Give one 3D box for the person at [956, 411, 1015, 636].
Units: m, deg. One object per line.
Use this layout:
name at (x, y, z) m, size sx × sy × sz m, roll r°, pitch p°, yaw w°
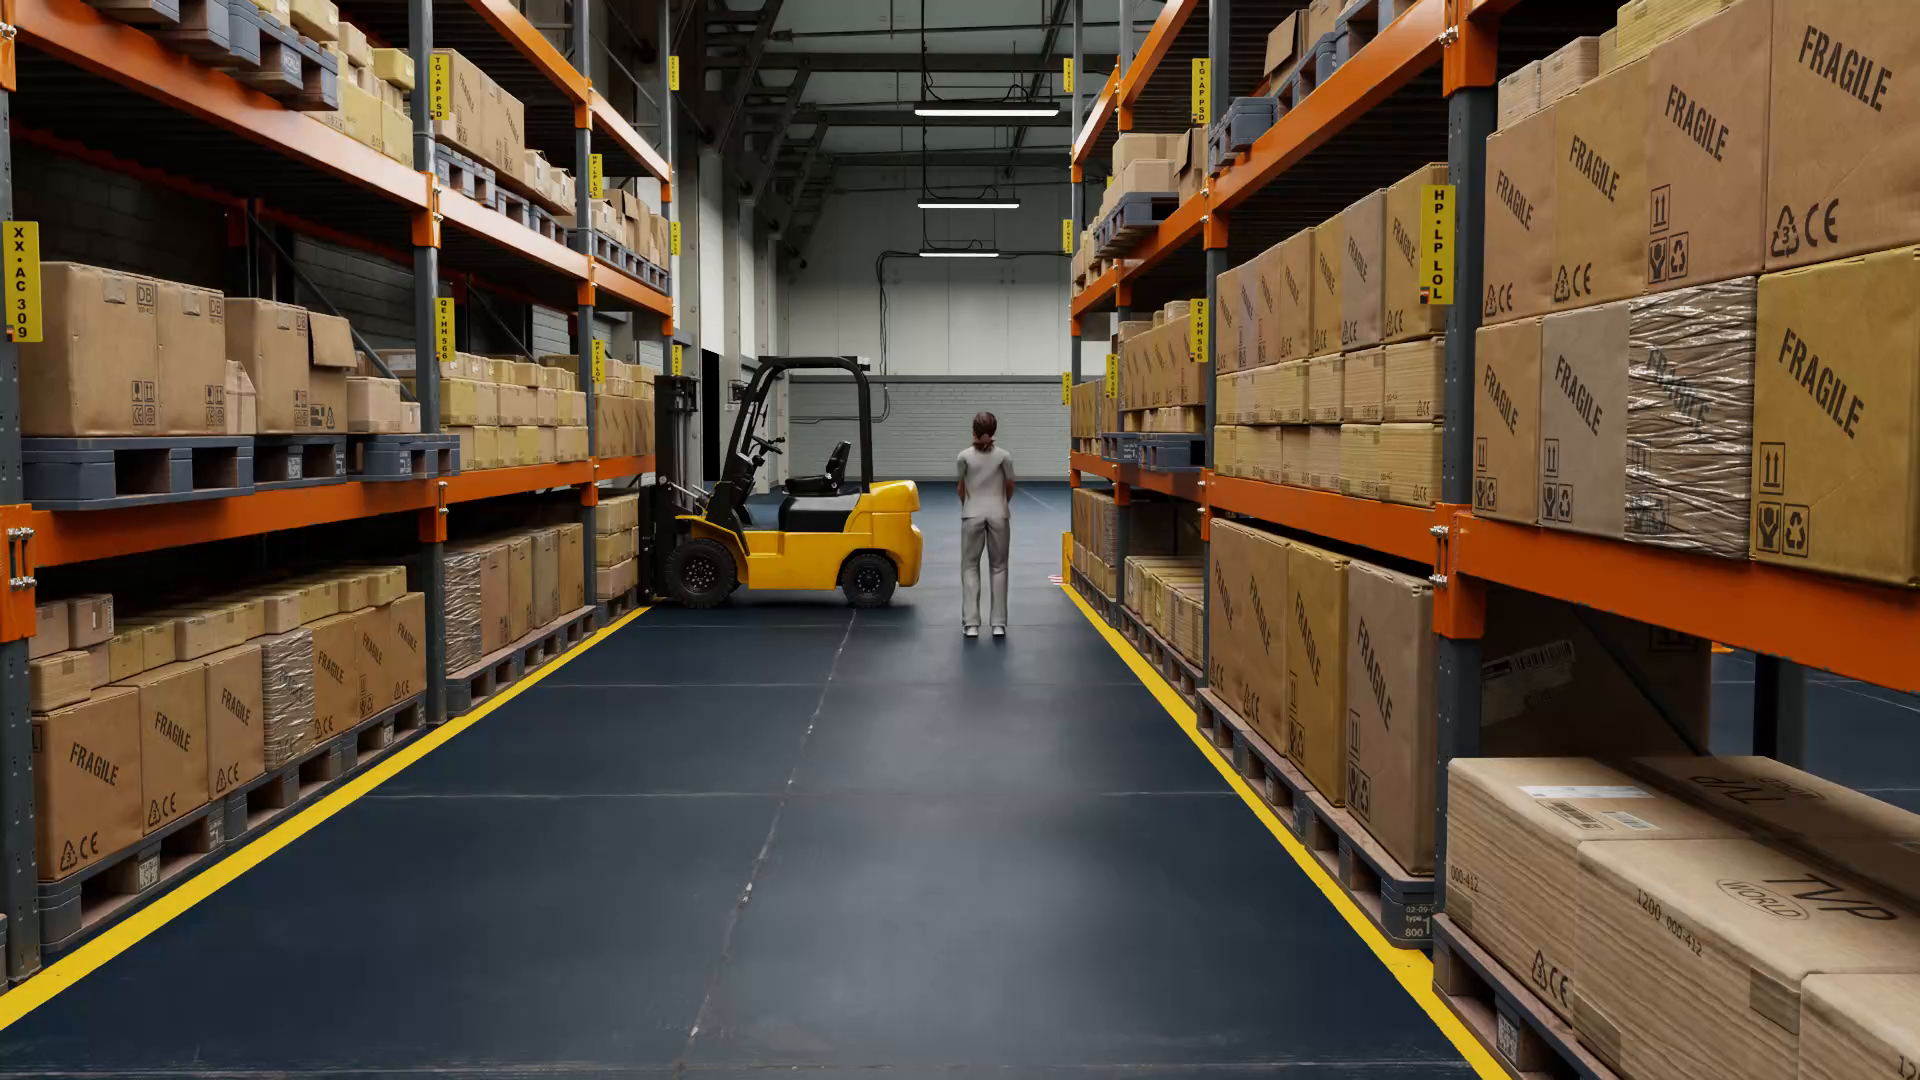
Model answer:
person at (0.188, -0.123, 12.394) m, size 0.437 × 1.665 × 0.549 m, roll 0°, pitch 4°, yaw 0°
